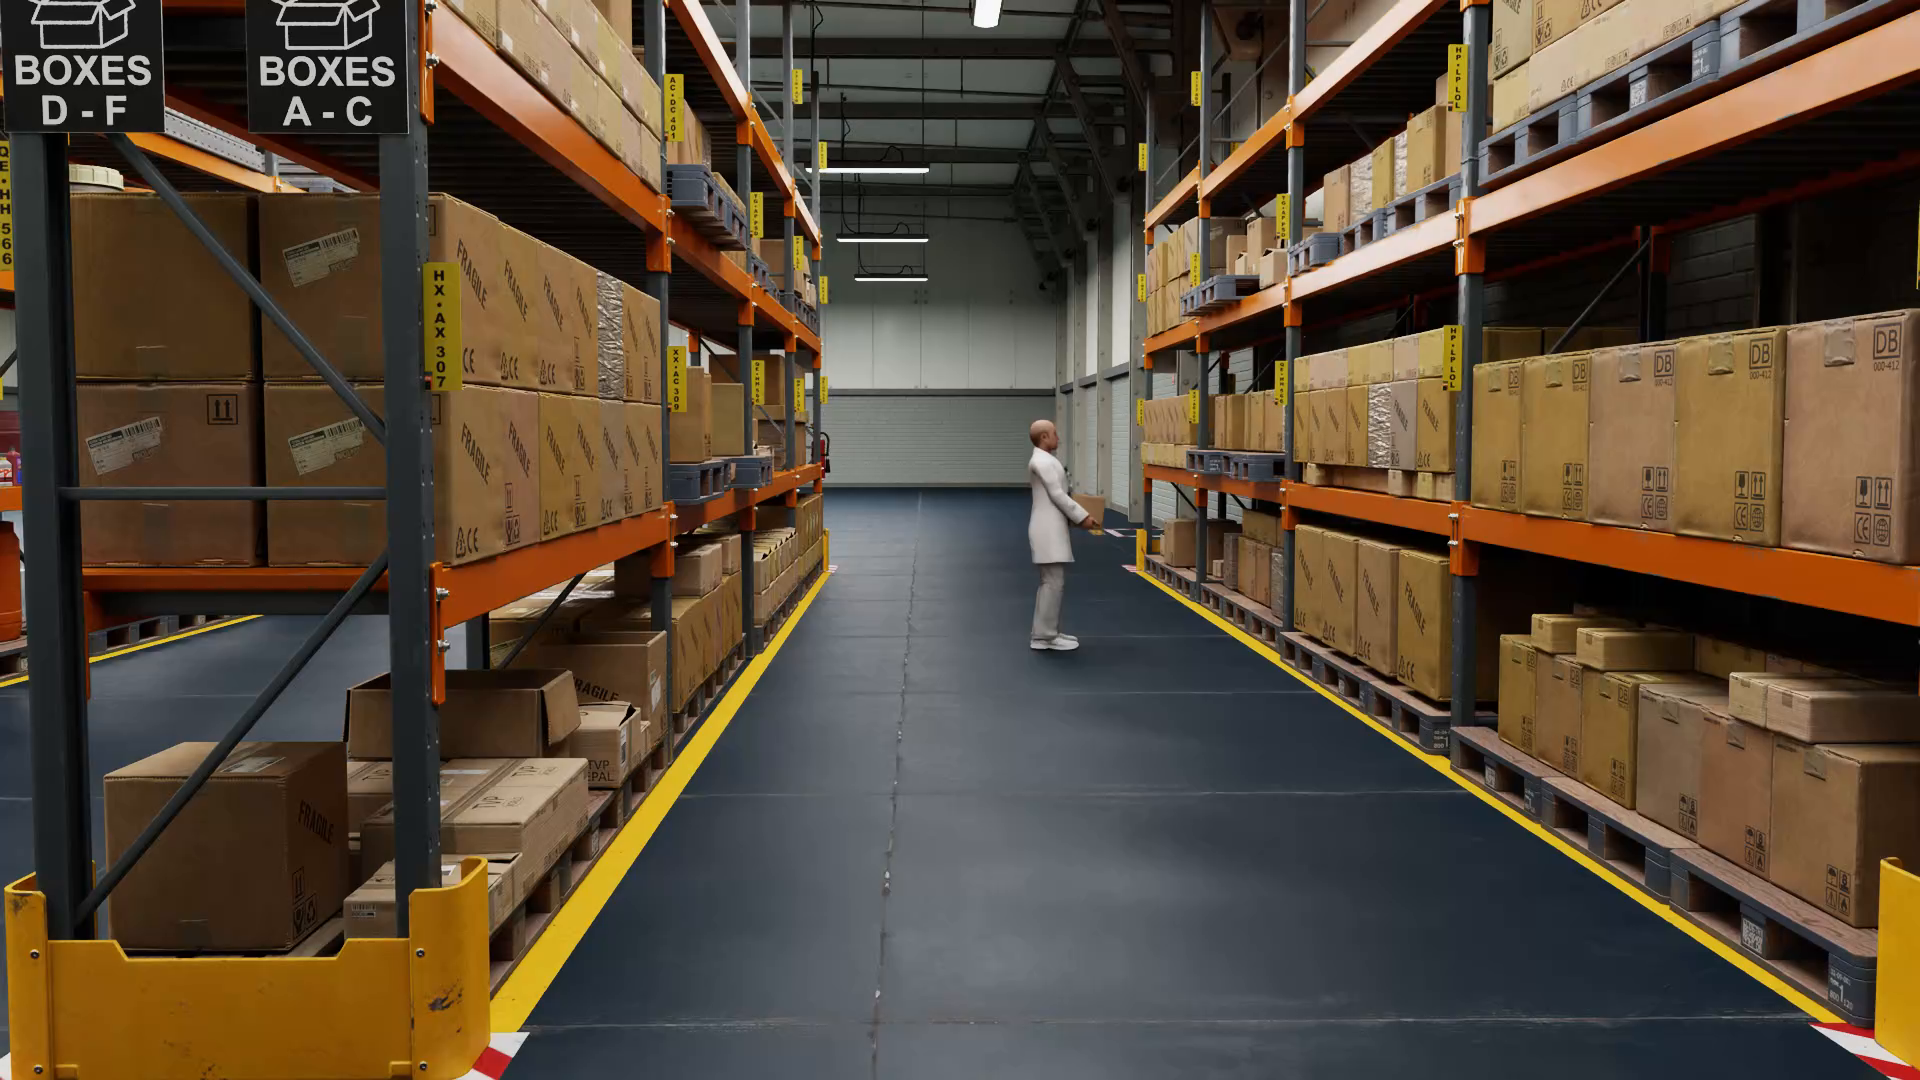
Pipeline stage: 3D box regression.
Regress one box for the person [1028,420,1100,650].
[{"bbox_3d":[0.801,-0.045,12.940,0.548,1.775,0.528,0,4,-1],"label":"person"}]
